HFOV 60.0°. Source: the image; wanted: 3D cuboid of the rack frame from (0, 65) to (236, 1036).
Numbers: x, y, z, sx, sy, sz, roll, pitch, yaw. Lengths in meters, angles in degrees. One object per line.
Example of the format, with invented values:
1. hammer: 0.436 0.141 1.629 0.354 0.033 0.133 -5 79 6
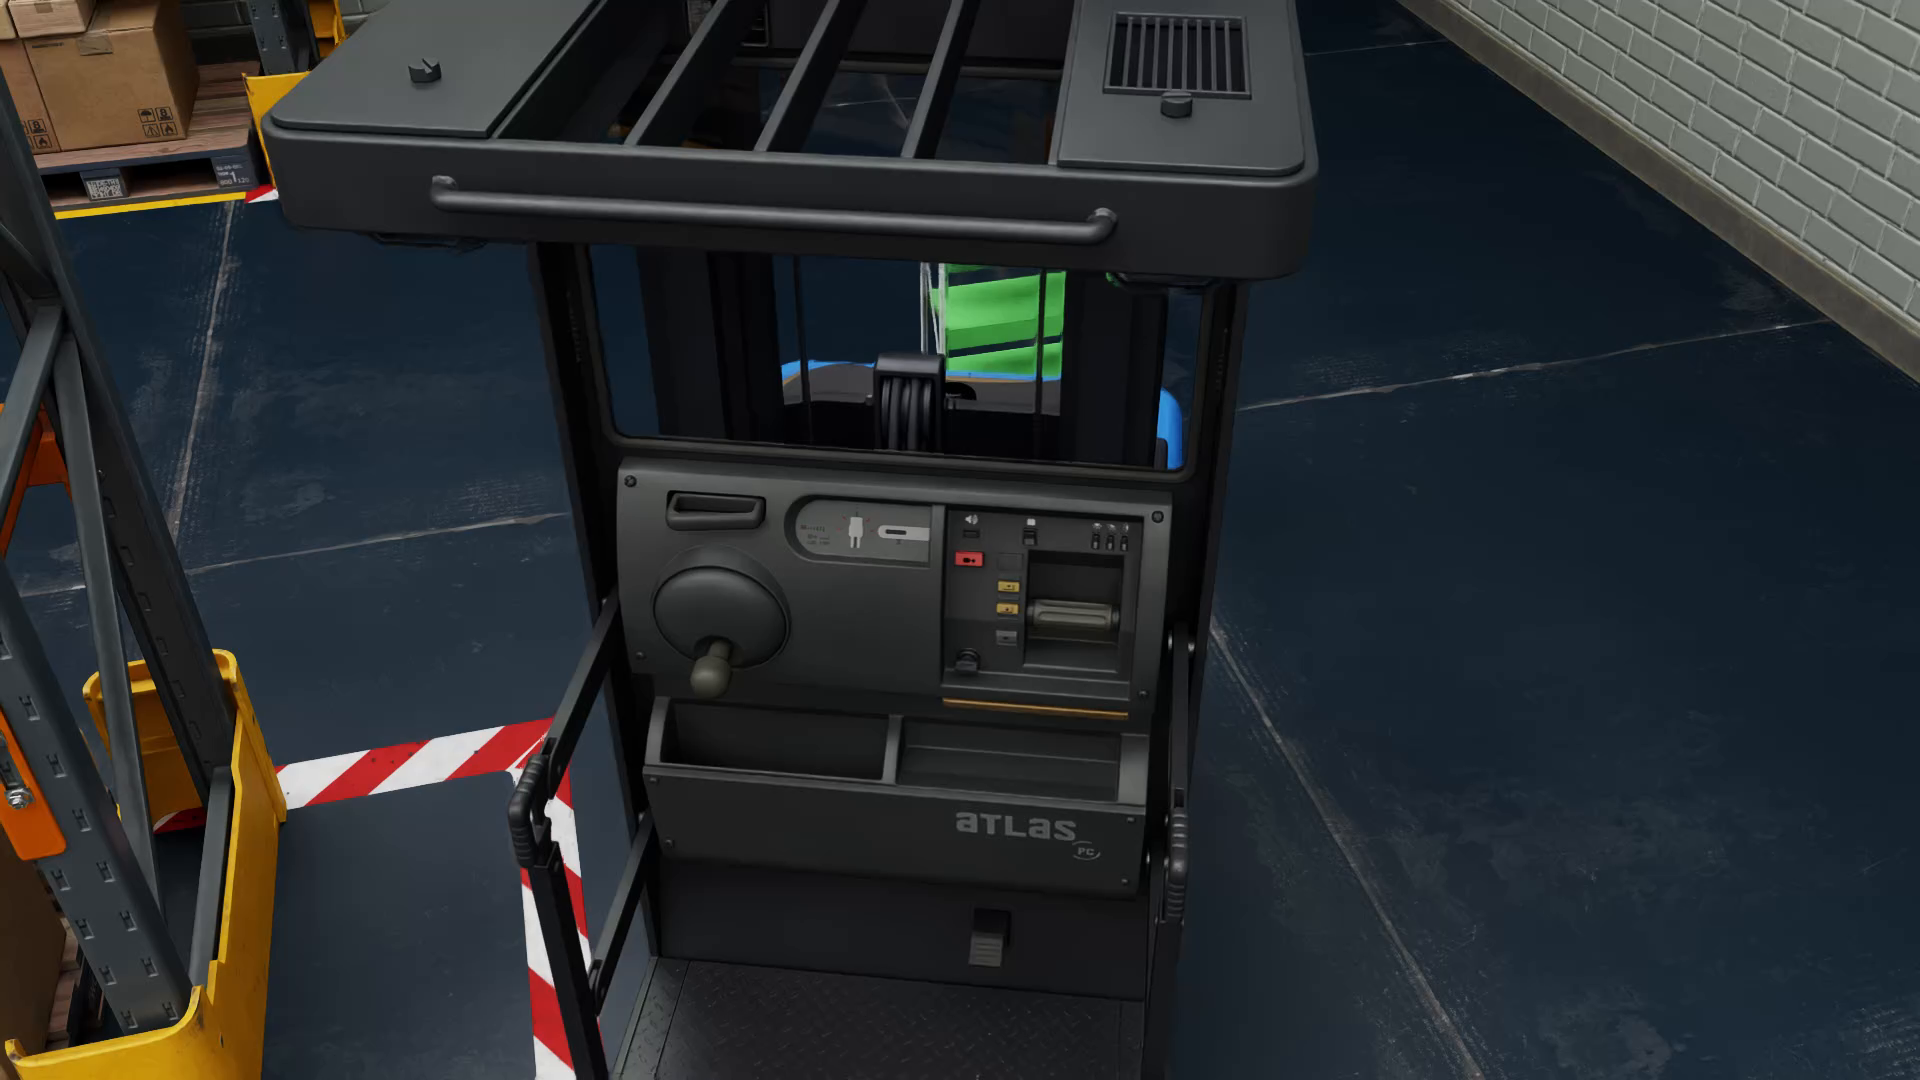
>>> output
1. rack frame: -1.716 -0.178 3.014 0.127 3.000 1.000 -9 38 -12

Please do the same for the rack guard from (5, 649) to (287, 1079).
1. rack guard: -1.790 0.827 3.758 0.348 0.500 1.175 -9 38 -12

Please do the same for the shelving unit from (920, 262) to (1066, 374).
1. shelving unit: 0.160 -0.503 4.920 0.503 1.200 0.258 -9 38 -12

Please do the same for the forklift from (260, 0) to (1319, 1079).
1. forklift: -0.140 0.158 2.631 1.130 2.935 3.031 4 38 5

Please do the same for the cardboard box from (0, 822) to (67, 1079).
1. cardboard box: -2.177 0.871 3.338 0.500 0.500 0.500 -9 38 -12

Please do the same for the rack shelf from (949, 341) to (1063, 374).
1. rack shelf: 0.160 -0.452 4.959 0.480 0.148 0.258 -9 38 -12

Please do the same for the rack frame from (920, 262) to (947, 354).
1. rack frame: -0.076 -0.464 4.869 0.015 1.200 0.240 -9 38 -12

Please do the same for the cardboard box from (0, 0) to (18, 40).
1. cardboard box: -3.984 -2.177 6.805 0.250 0.149 0.380 -8 38 -11

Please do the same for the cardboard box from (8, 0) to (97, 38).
1. cardboard box: -3.738 -2.218 6.858 0.250 0.149 0.380 -10 38 -12

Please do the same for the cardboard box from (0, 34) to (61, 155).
1. cardboard box: -4.144 -2.008 7.118 0.500 0.500 0.700 -9 38 -12

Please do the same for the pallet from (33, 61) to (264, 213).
1. pallet: -3.763 -1.803 7.433 1.213 0.211 1.003 -9 38 -12

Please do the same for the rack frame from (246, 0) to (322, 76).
1. rack frame: -3.011 -3.083 6.811 0.127 3.000 1.000 -9 38 -12

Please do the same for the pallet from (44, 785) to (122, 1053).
1. pallet: -2.559 1.069 3.680 1.213 0.211 1.003 -9 38 -12

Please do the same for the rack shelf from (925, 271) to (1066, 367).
1. rack shelf: 0.160 -0.643 4.813 0.480 0.148 0.258 -9 38 -12

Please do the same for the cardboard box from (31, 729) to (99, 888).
1. cardboard box: -2.210 0.644 3.923 0.250 0.149 0.380 -9 38 -12

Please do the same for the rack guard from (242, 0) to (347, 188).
1. rack guard: -2.988 -2.094 7.576 0.348 0.500 1.175 -9 38 -12

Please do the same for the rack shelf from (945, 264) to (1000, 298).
1. rack shelf: 0.160 -0.833 4.667 0.480 0.148 0.258 -9 38 -12

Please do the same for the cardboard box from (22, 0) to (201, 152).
1. cardboard box: -3.661 -2.087 7.222 0.500 0.500 0.700 -9 38 -12

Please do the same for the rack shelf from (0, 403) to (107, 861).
1. rack shelf: -3.647 0.425 2.818 4.000 0.370 1.077 -9 38 -12
